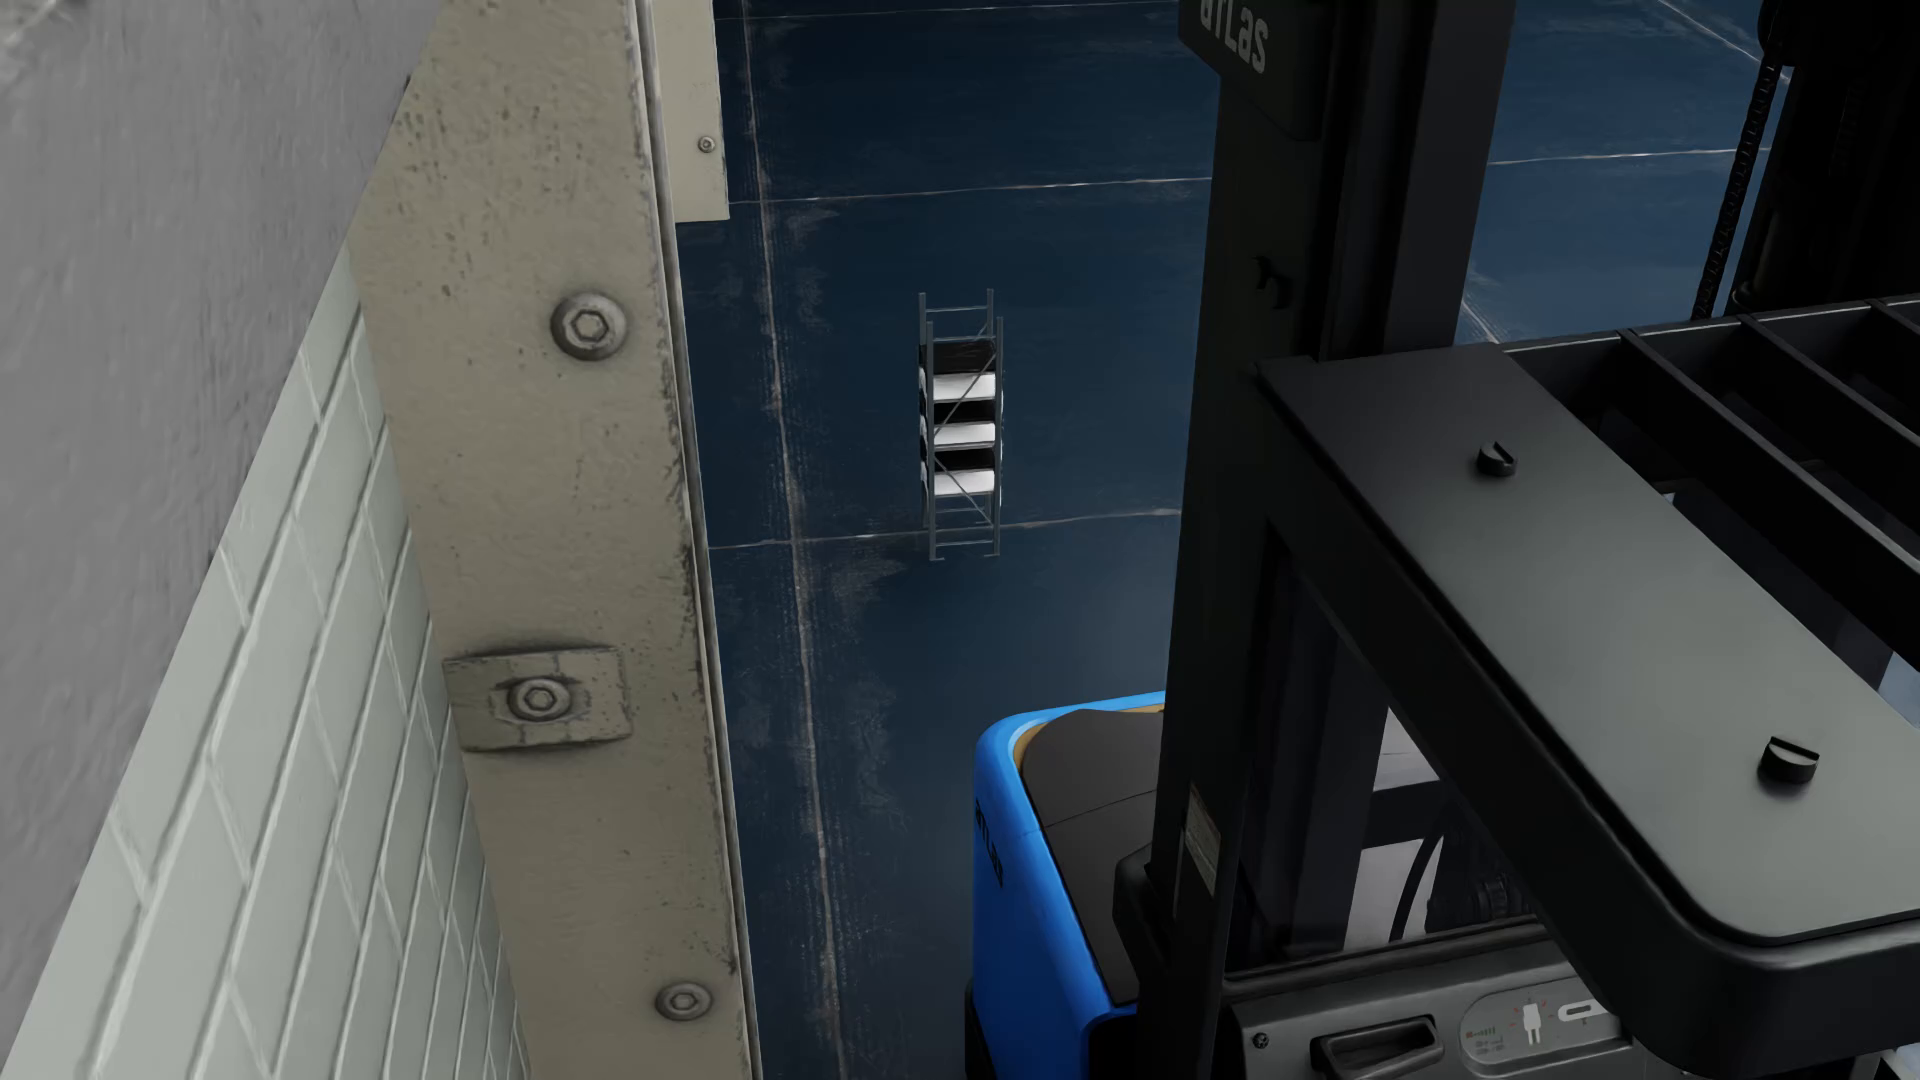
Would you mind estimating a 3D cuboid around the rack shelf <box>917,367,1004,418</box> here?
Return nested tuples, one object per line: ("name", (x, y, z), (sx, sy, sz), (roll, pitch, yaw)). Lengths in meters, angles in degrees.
("rack shelf", (0.001, -0.489, 5.407), (0.258, 0.077, 0.200), (-4, 35, -6))

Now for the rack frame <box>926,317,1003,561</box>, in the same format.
("rack frame", (0.015, -0.311, 5.407), (0.240, 0.900, 0.006), (-4, 35, -6))

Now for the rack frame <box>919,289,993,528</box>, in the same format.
("rack frame", (-0.013, -0.424, 5.573), (0.240, 0.900, 0.006), (-4, 35, -6))

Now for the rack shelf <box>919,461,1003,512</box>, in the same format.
("rack shelf", (0.001, -0.191, 5.610), (0.258, 0.077, 0.200), (-4, 35, -6))

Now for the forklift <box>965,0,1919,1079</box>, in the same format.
("forklift", (0.857, 0.776, 2.009), (1.130, 2.935, 3.031), (-8, 35, -11))

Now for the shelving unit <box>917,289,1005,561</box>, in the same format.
("shelving unit", (0.001, -0.367, 5.490), (0.258, 0.900, 0.210), (-4, 35, -6))

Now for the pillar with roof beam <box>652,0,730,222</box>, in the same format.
("pillar with roof beam", (2.975, -5.690, 6.108), (9.100, 9.000, 0.400), (-4, 35, -6))

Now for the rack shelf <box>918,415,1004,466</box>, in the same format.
("rack shelf", (0.001, -0.340, 5.509), (0.258, 0.077, 0.200), (-4, 35, -6))

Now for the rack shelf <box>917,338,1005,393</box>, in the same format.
("rack shelf", (0.001, -0.563, 5.357), (0.258, 0.077, 0.200), (-4, 35, -6))

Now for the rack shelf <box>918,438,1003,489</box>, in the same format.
("rack shelf", (0.001, -0.265, 5.559), (0.258, 0.077, 0.200), (-4, 35, -6))

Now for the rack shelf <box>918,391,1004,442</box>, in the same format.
("rack shelf", (0.001, -0.414, 5.458), (0.258, 0.077, 0.200), (-4, 35, -6))
